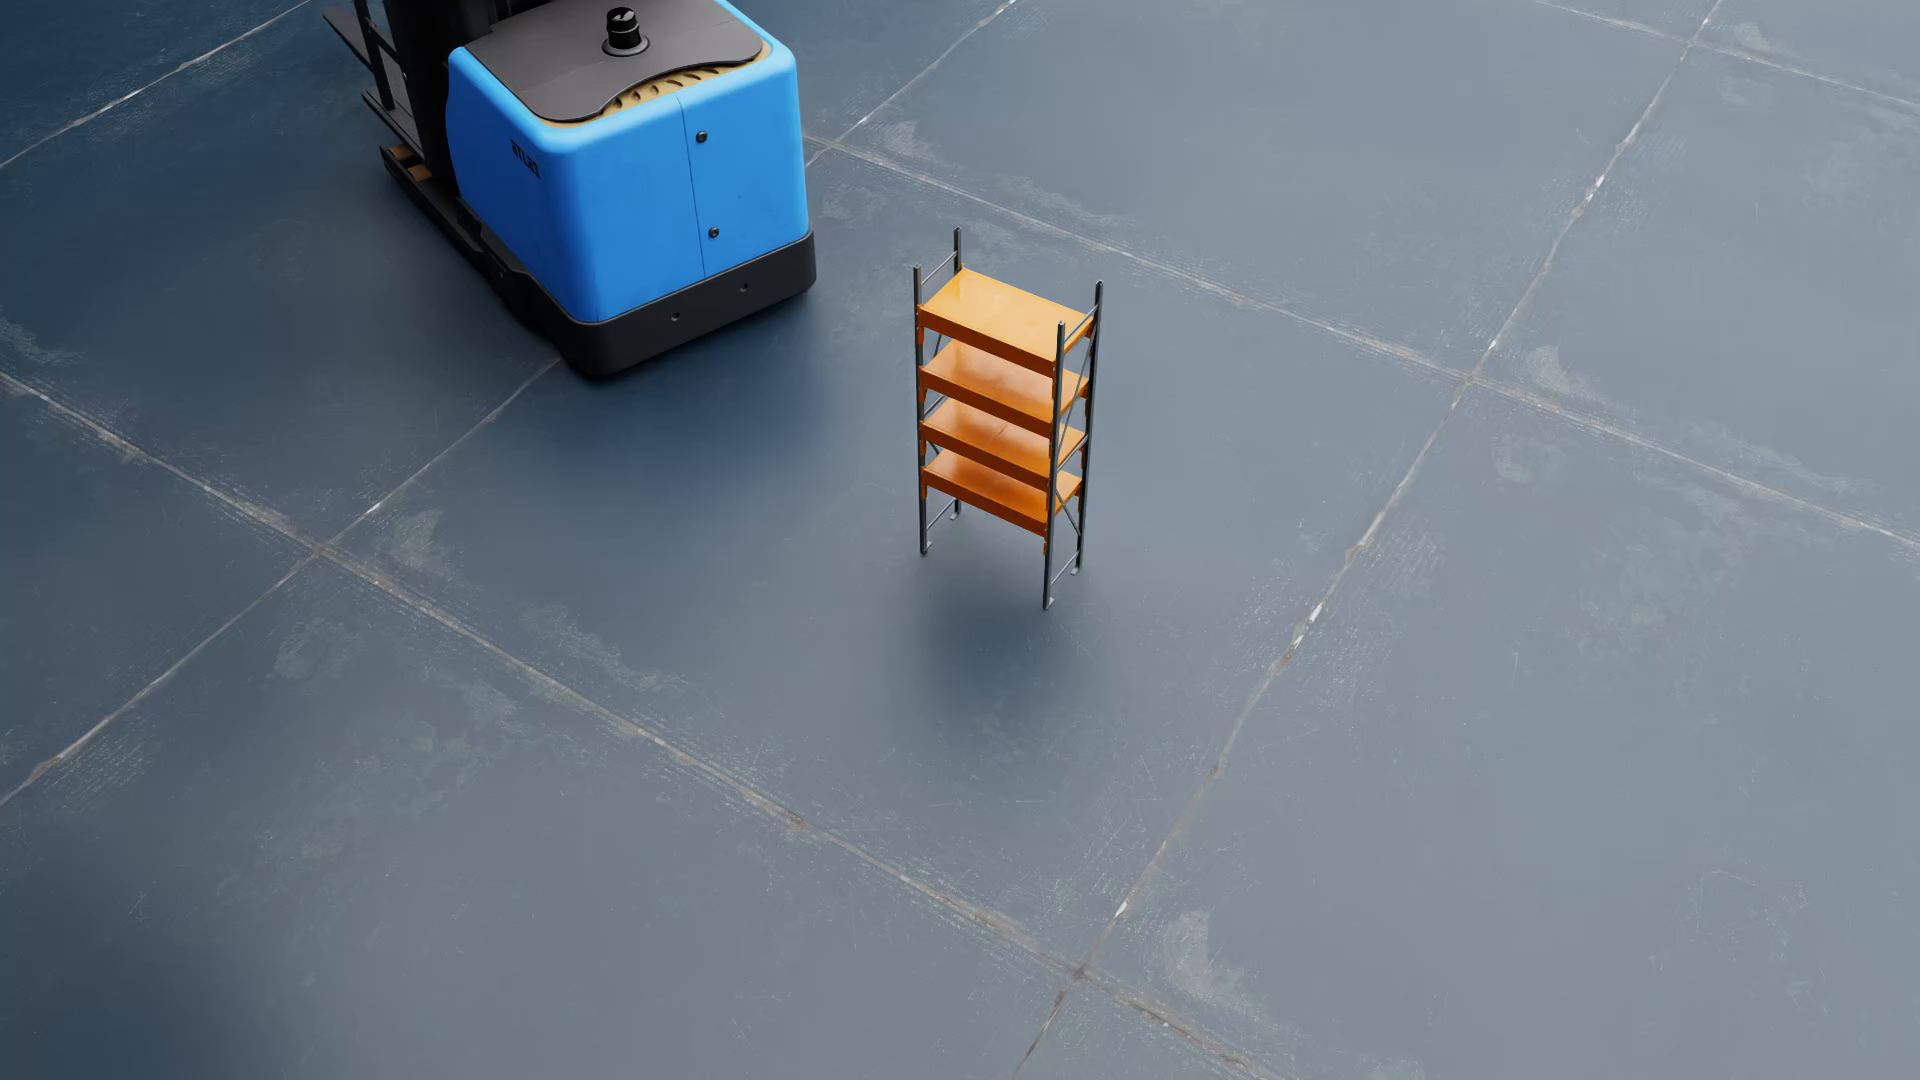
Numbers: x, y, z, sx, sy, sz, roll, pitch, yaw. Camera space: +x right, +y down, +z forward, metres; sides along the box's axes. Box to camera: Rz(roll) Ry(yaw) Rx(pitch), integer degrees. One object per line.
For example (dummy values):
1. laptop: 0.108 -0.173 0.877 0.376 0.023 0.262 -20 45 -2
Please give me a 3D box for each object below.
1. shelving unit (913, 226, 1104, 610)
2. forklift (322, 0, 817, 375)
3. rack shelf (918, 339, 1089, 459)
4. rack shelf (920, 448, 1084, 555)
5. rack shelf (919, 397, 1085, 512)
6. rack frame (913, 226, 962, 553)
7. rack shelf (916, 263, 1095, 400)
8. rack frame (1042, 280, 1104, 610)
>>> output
1. shelving unit: 0.139 -0.354 5.257 0.503 1.200 0.258 25 51 22
2. forklift: -1.855 -2.656 6.287 1.130 2.935 3.031 -28 52 -25
3. rack shelf: 0.139 -0.463 5.145 0.480 0.148 0.258 25 51 22
4. rack shelf: 0.139 -0.169 5.448 0.480 0.148 0.258 25 51 22
5. rack shelf: 0.139 -0.307 5.306 0.480 0.148 0.258 25 51 22
6. rack frame: -0.066 -0.449 5.349 0.015 1.200 0.240 25 51 22
7. rack shelf: 0.139 -0.628 4.976 0.480 0.148 0.258 25 51 22
8. rack frame: 0.345 -0.260 5.166 0.015 1.200 0.240 25 51 22
